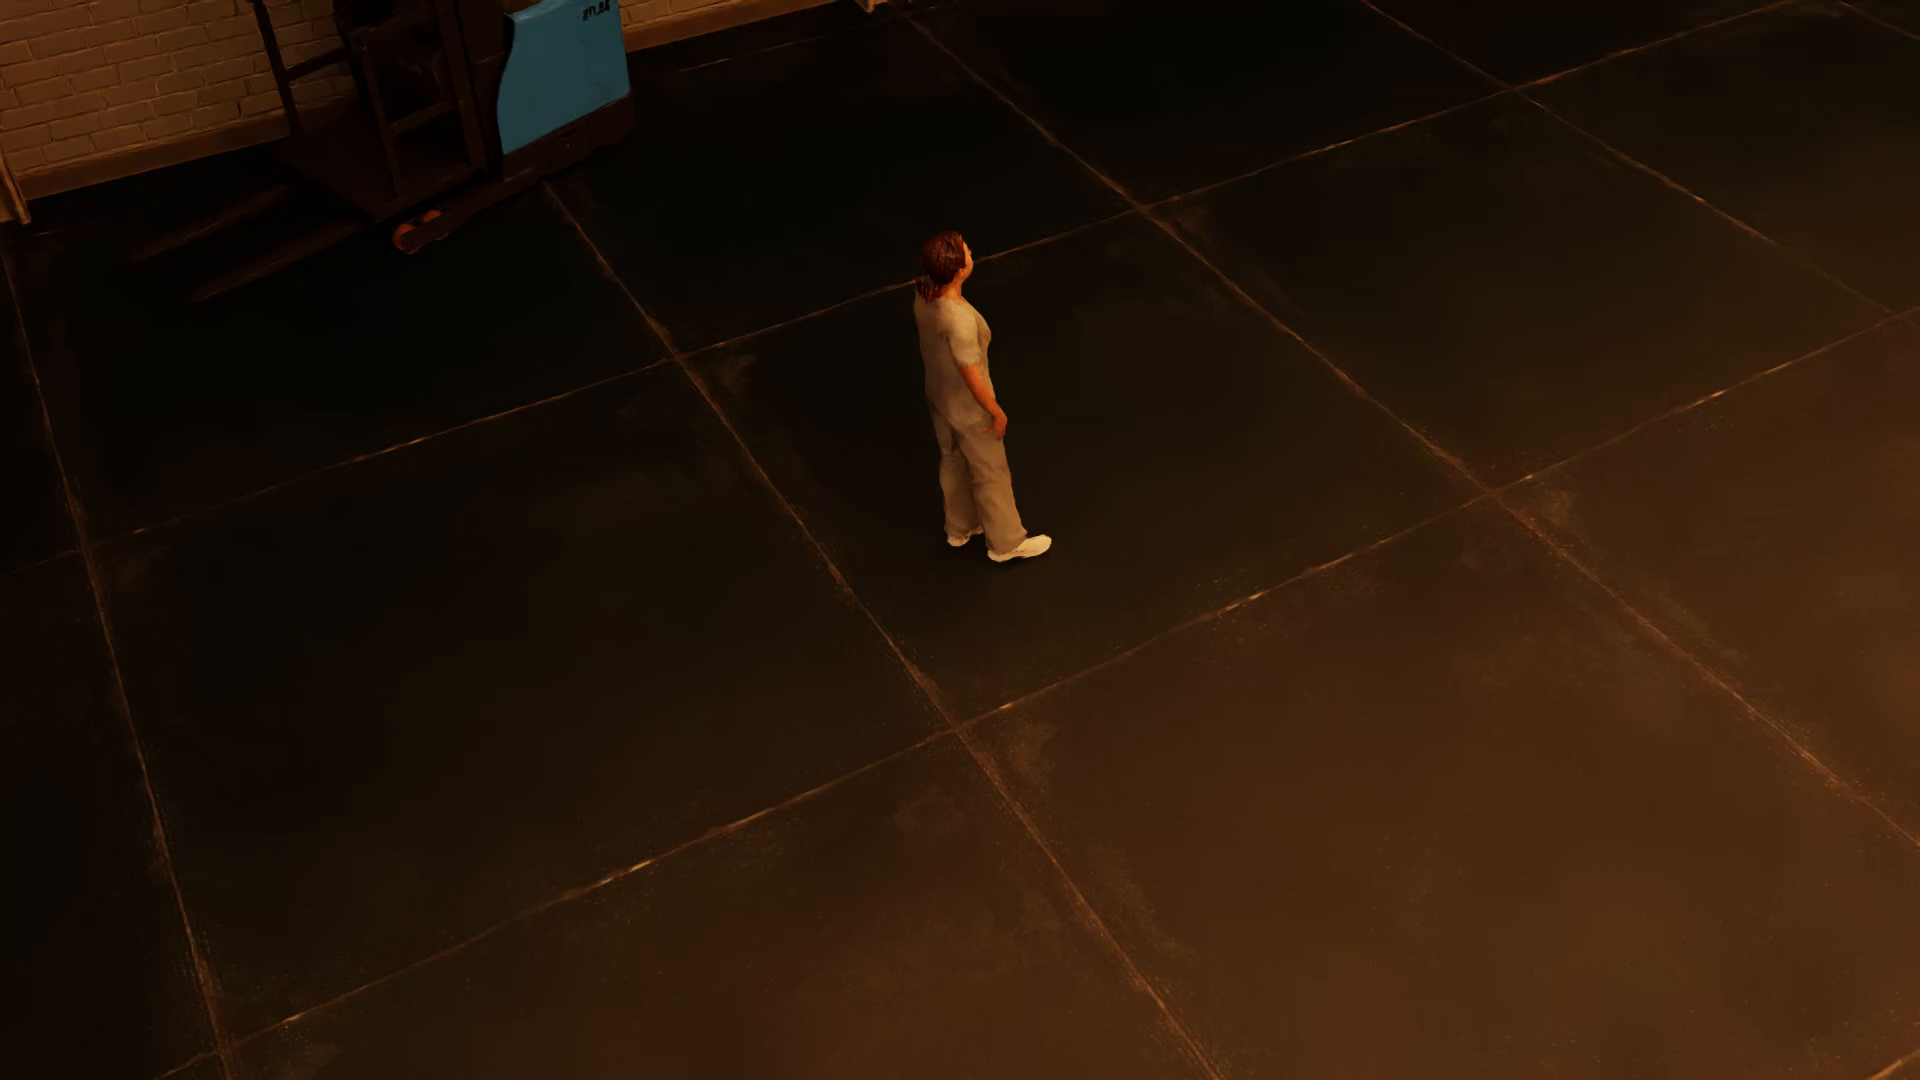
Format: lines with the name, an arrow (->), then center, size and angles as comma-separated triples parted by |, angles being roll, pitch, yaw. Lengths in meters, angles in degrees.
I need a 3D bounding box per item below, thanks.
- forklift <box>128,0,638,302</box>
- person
forklift -> -3.384, -3.120, 9.062 | 1.130, 2.935, 3.031 | 30, 50, 28
person -> 0.071, -0.637, 7.297 | 0.548, 1.674, 0.550 | -21, 47, -21
